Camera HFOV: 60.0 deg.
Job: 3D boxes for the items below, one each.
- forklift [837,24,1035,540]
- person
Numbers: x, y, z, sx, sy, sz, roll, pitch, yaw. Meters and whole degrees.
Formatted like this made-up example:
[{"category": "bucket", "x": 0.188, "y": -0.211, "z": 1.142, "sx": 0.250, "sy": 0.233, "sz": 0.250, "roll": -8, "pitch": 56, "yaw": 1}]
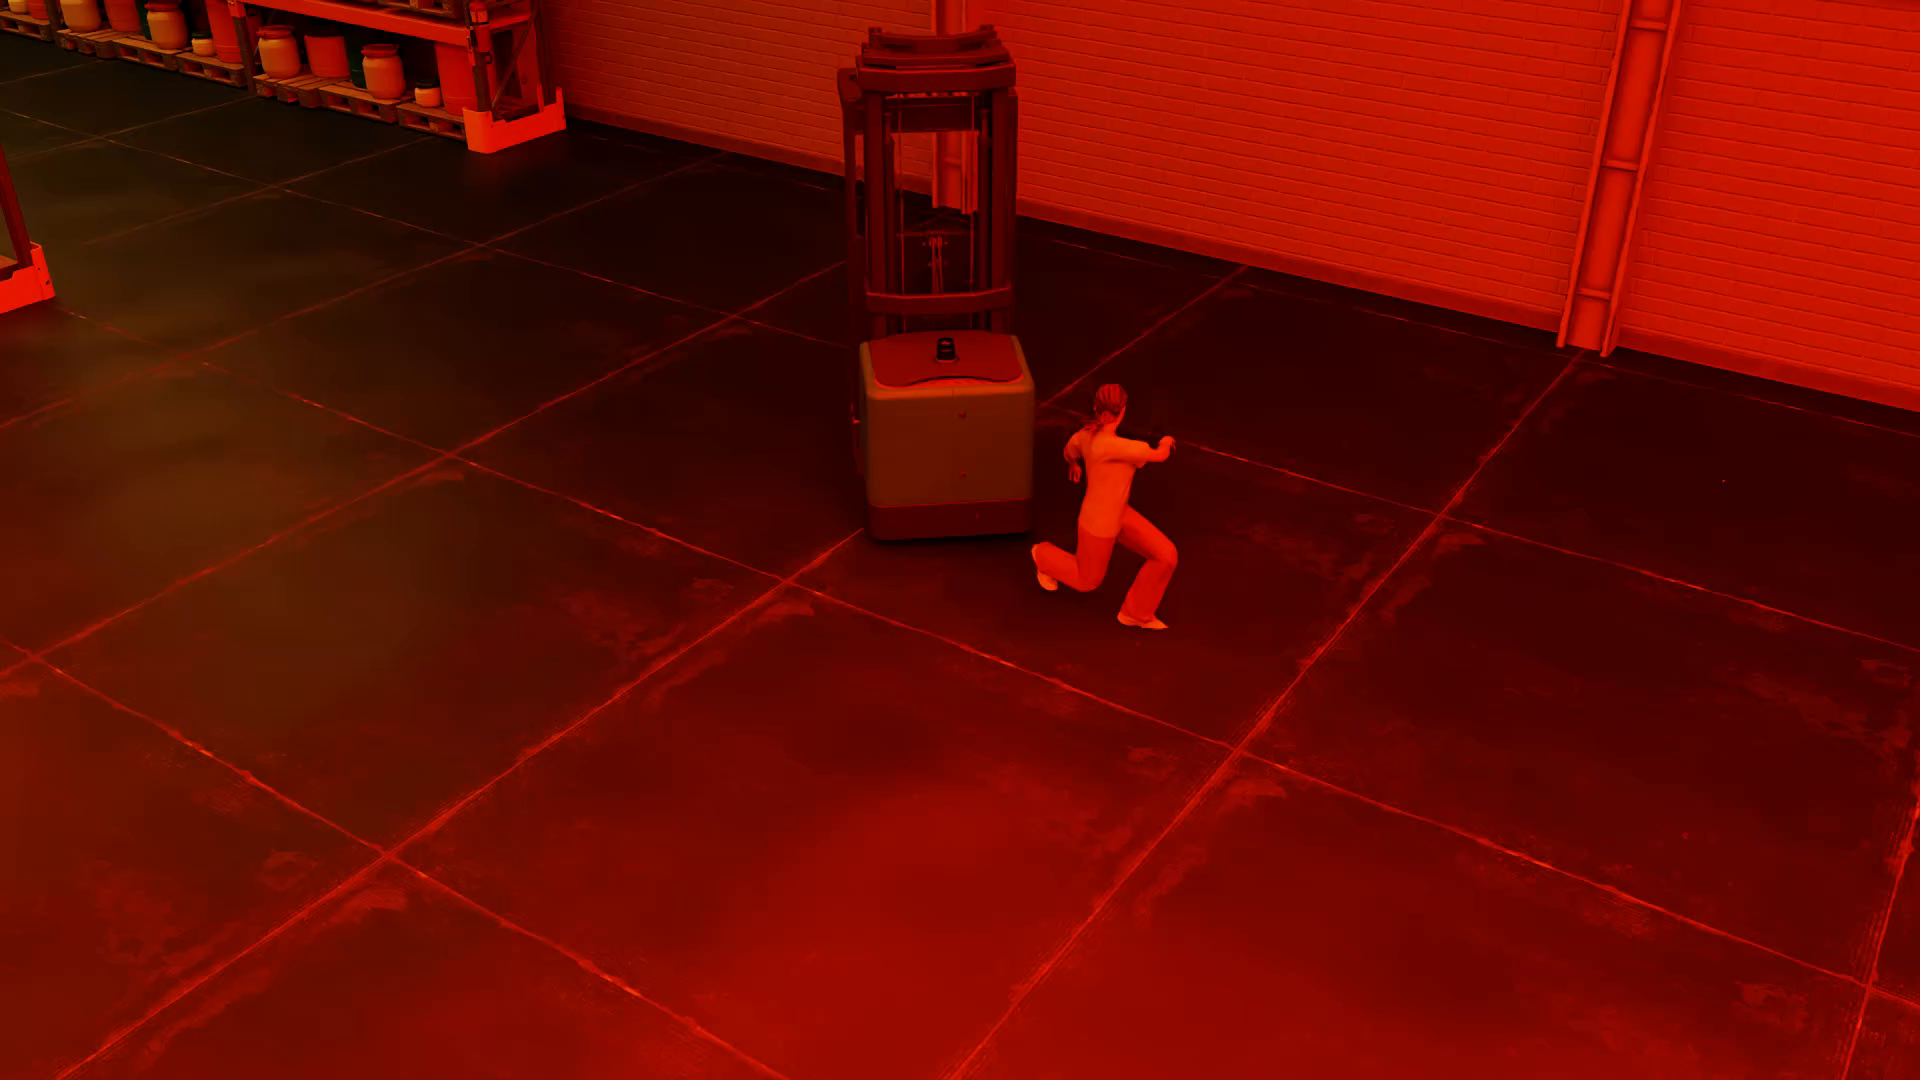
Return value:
[{"category": "forklift", "x": -0.212, "y": -1.982, "z": 10.995, "sx": 1.130, "sy": 2.935, "sz": 3.031, "roll": -3, "pitch": 30, "yaw": -6}, {"category": "person", "x": 0.847, "y": -0.228, "z": 9.546, "sx": 0.943, "sy": 1.448, "sz": 0.652, "roll": 13, "pitch": 33, "yaw": 21}]
